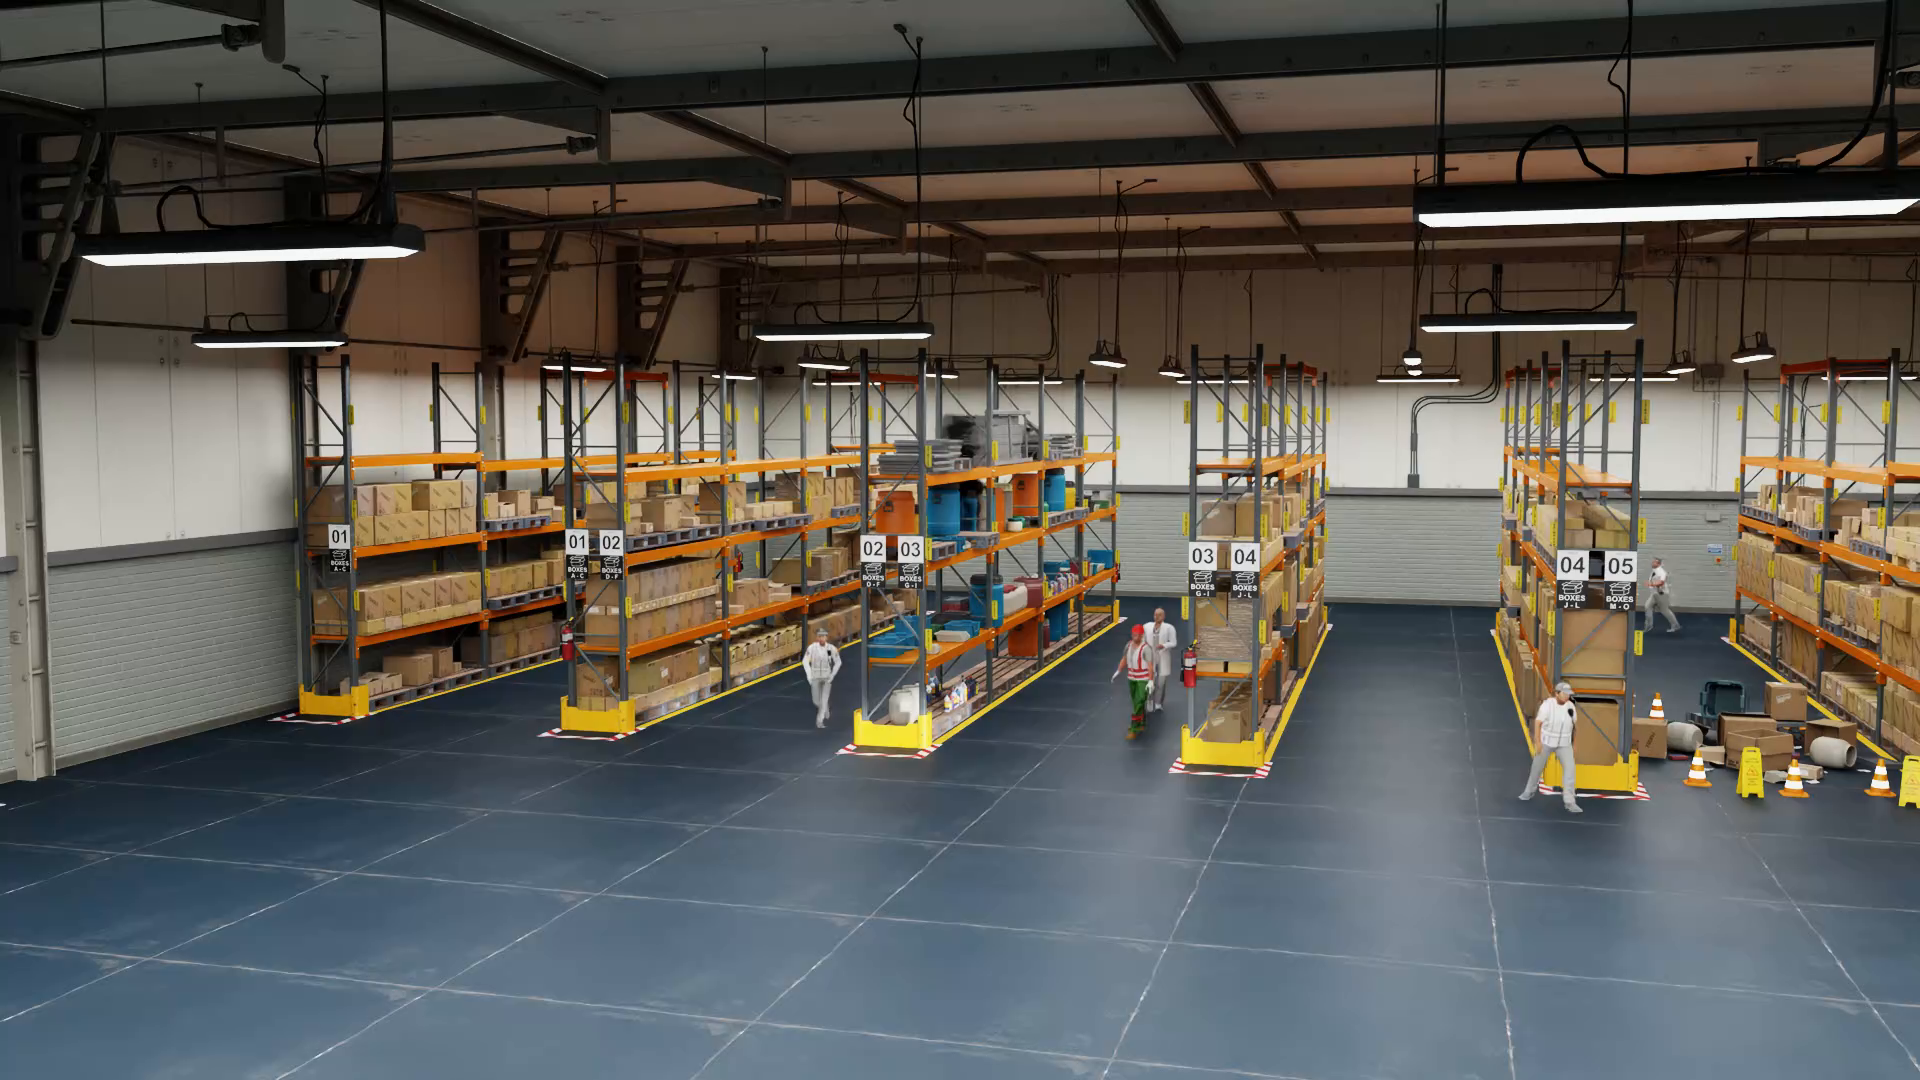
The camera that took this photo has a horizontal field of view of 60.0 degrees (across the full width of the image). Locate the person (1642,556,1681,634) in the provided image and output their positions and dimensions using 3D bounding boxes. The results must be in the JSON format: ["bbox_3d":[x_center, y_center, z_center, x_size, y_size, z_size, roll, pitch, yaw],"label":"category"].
[{"bbox_3d":[16.042,1.267,38.040,0.855,1.823,0.663,1,4,11],"label":"person"}]

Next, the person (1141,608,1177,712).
[{"bbox_3d":[3.311,2.024,27.918,0.658,1.751,0.716,1,4,9],"label":"person"}]

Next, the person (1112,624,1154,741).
[{"bbox_3d":[2.725,2.183,25.892,0.769,1.778,0.738,-3,5,-38],"label":"person"}]

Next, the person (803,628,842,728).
[{"bbox_3d":[-2.209,2.193,26.737,0.618,1.631,0.522,0,4,4],"label":"person"}]

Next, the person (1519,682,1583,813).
[{"bbox_3d":[7.588,2.605,21.263,0.652,1.617,0.875,0,4,-2],"label":"person"}]
